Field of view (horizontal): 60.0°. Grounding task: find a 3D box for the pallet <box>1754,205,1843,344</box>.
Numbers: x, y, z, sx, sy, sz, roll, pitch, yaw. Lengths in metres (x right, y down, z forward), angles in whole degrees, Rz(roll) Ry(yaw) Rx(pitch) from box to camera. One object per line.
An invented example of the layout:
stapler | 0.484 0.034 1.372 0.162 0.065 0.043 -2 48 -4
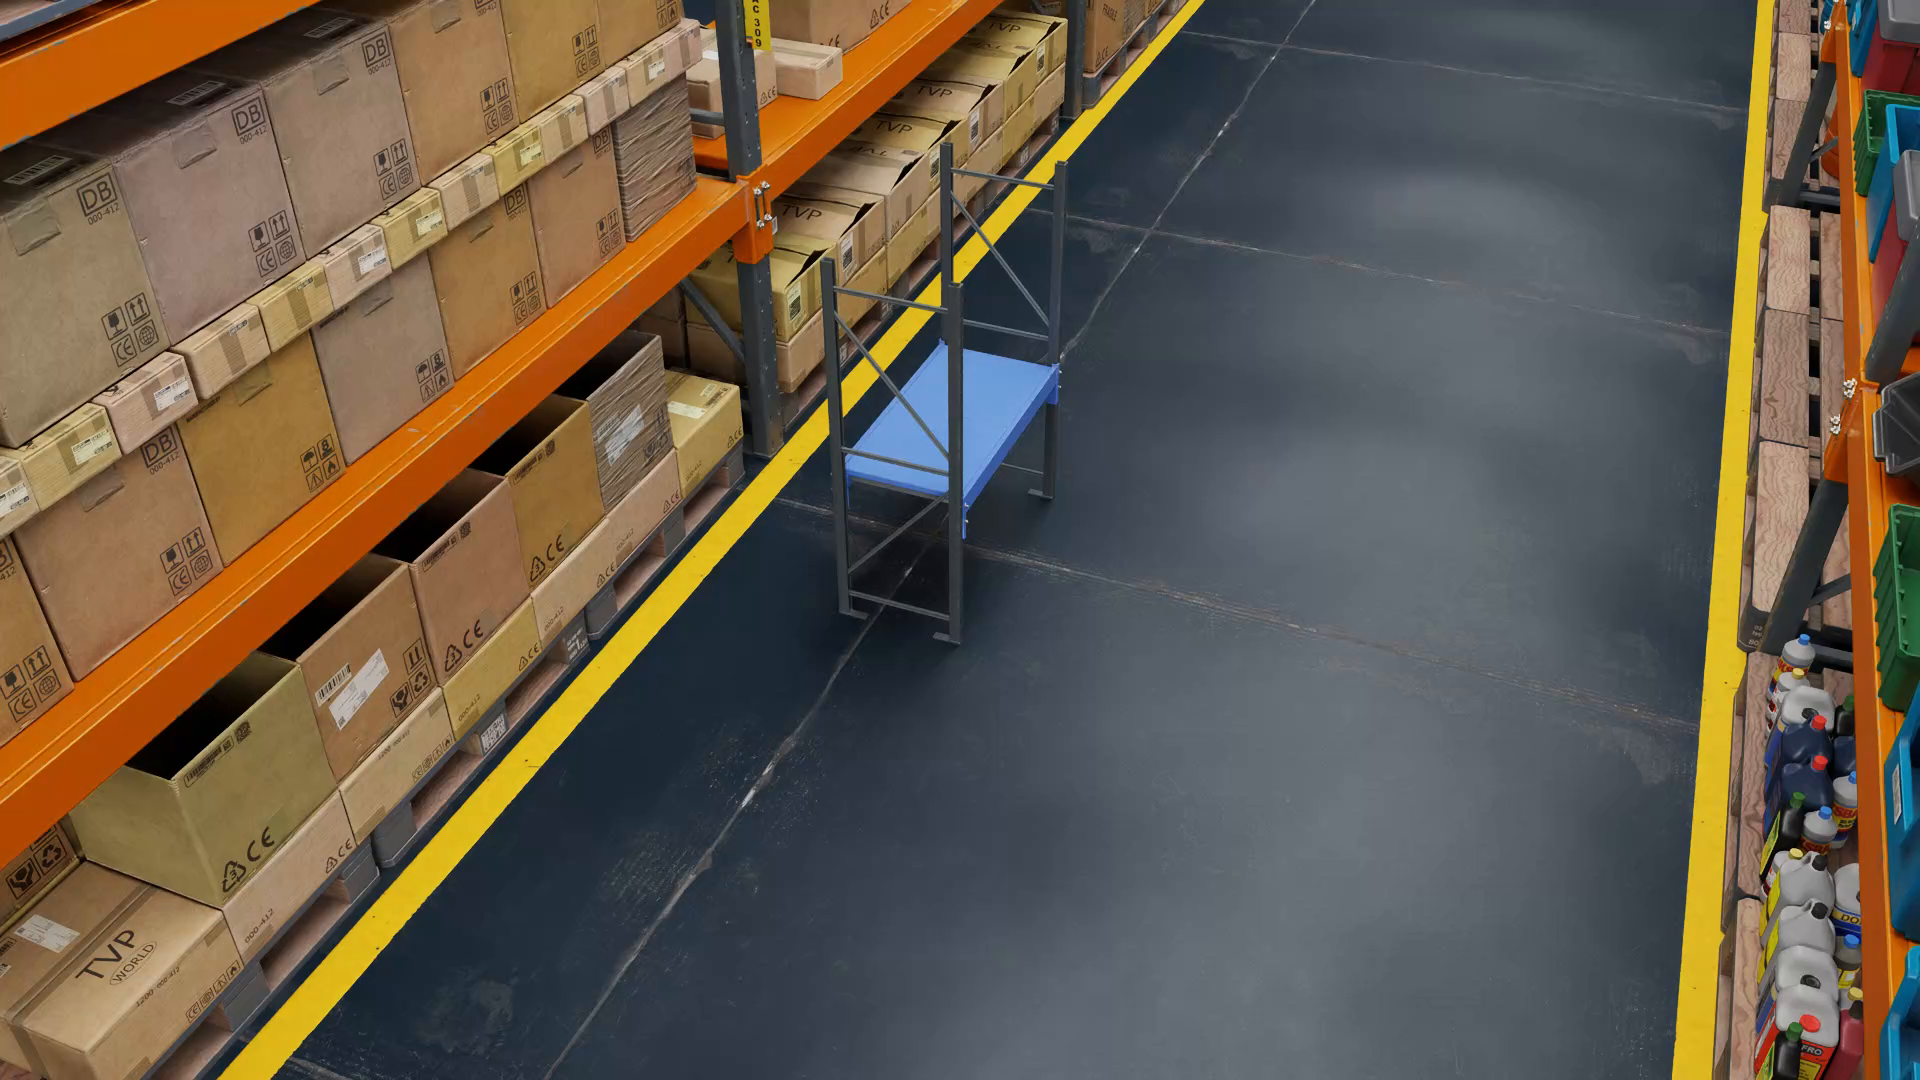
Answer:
pallet | 4.514 -1.241 8.235 1.003 0.211 1.213 14 39 18

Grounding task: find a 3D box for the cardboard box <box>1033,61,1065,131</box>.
cardboard box | 0.290 -2.629 9.708 0.500 0.250 0.500 15 39 19

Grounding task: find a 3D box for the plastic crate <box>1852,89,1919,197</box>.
plastic crate | 3.724 -1.507 6.438 0.450 0.188 0.662 14 39 18

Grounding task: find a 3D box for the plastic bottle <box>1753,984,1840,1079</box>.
plastic bottle | 2.215 1.316 4.392 0.152 0.276 0.135 14 39 18

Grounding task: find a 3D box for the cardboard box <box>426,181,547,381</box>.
cardboard box | -1.809 -0.917 5.388 0.700 0.500 0.500 14 39 18

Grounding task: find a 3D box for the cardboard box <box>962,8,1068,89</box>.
cardboard box | 0.293 -2.854 9.541 0.500 0.311 0.500 15 39 19

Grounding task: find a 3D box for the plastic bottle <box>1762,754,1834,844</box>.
plastic bottle | 2.560 0.778 5.049 0.144 0.351 0.185 12 38 16

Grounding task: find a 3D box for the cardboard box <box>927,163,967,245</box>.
cardboard box | -0.290 -1.780 8.571 0.500 0.250 0.500 15 39 19

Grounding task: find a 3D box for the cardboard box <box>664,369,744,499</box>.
cardboard box | -1.231 -0.455 6.799 0.500 0.250 0.500 14 39 18

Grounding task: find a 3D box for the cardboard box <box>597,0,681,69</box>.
cardboard box | -1.420 -2.007 5.762 0.700 0.500 0.500 14 39 18

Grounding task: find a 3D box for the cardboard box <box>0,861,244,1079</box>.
cardboard box | -2.369 1.207 4.575 0.500 0.250 0.500 14 39 18

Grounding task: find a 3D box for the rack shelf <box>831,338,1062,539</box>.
rack shelf | -0.032 -0.409 6.345 0.538 0.185 1.000 14 39 18

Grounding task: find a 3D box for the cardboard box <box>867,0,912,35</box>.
cardboard box | -0.559 -2.725 7.806 0.500 0.500 0.500 14 39 18

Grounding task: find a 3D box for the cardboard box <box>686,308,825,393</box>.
cardboard box | -0.874 -0.928 7.432 0.500 0.250 0.500 13 39 17

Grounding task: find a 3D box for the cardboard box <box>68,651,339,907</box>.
cardboard box | -2.181 0.630 4.722 0.500 0.500 0.500 14 39 18

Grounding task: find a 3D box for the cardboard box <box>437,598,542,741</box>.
cardboard box | -1.797 0.377 5.686 0.500 0.250 0.500 14 39 18

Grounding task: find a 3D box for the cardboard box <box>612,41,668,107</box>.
cardboard box | -1.258 -1.658 5.838 0.380 0.149 0.250 13 39 17

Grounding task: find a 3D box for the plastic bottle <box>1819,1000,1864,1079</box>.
plastic bottle | 2.314 1.337 4.358 0.061 0.283 0.133 14 39 18

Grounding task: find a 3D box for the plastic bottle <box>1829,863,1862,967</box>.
plastic bottle | 2.544 1.063 4.730 0.152 0.276 0.135 14 39 18

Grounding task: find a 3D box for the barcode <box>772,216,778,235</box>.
barcode | -0.775 -1.300 6.903 0.001 0.075 0.075 14 39 18

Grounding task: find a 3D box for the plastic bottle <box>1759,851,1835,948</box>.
plastic bottle | 2.398 1.013 4.734 0.144 0.351 0.185 14 39 17

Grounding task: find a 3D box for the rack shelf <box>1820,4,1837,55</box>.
rack shelf | 5.605 -3.598 9.659 1.077 0.370 4.000 14 39 18

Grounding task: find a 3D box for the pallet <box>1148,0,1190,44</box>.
pallet | 1.050 -3.870 11.751 1.003 0.211 1.213 14 39 18

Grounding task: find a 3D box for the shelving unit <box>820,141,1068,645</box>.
shelving unit | -0.032 -0.554 6.238 0.538 1.500 1.048 14 39 18

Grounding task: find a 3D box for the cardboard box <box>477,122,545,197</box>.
cardboard box | -1.551 -1.232 5.267 0.380 0.149 0.250 14 39 18

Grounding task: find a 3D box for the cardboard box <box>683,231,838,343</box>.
cardboard box | -0.869 -1.158 7.271 0.500 0.311 0.500 14 39 18

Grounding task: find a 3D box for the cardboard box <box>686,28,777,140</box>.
cardboard box | -1.110 -1.917 6.934 0.500 0.250 0.500 16 40 21

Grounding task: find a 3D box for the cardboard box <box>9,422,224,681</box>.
cardboard box | -2.394 -0.067 4.251 0.700 0.500 0.500 15 39 19

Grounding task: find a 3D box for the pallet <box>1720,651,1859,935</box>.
pallet | 3.028 0.915 5.349 1.003 0.211 1.213 14 39 18

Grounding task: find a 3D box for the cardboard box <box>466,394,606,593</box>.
cardboard box | -1.619 -0.203 5.836 0.500 0.500 0.500 14 39 18

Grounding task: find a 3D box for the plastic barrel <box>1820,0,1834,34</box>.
plastic barrel | 5.874 -3.631 10.505 0.600 0.901 0.708 14 39 18

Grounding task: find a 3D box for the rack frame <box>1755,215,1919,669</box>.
rack frame | 3.322 -0.564 4.999 1.000 3.000 0.127 14 39 18

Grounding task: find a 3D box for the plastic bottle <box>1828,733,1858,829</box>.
plastic bottle | 2.765 0.706 5.145 0.144 0.351 0.185 14 39 18

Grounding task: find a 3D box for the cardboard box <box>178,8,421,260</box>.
cardboard box | -1.993 -1.173 4.647 0.700 0.500 0.500 14 39 18

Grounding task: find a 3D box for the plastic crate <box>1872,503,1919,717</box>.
plastic crate | 2.545 0.208 4.143 0.450 0.188 0.662 14 39 18

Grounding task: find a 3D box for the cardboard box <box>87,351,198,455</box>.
cardboard box | -2.138 -0.371 4.116 0.380 0.149 0.250 13 39 17

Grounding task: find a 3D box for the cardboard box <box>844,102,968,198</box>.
cardboard box | -0.286 -2.009 8.410 0.500 0.311 0.500 15 39 19

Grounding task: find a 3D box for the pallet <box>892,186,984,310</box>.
pallet | -0.550 -1.672 8.811 1.003 0.211 1.213 14 39 18

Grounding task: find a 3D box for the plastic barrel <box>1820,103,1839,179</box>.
plastic barrel | 5.015 -2.352 8.853 0.600 0.830 0.708 14 39 18

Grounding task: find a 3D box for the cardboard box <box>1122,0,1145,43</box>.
cardboard box | 0.896 -3.562 10.730 0.500 0.500 0.500 12 39 16

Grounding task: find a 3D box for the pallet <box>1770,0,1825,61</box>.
pallet | 6.034 -3.458 11.201 1.003 0.211 1.213 14 39 18

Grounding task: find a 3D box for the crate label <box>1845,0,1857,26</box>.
crate label | 4.337 -2.564 7.814 0.303 0.233 0.416 14 39 18

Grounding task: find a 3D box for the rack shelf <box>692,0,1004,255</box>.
rack shelf | -0.496 -2.513 8.208 1.077 0.370 4.000 14 39 18

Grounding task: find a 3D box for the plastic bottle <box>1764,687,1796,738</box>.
plastic bottle | 2.718 0.570 5.452 0.097 0.201 0.097 0 37 0

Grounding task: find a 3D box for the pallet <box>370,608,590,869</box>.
pallet | -2.061 0.531 5.863 1.003 0.211 1.213 14 39 18

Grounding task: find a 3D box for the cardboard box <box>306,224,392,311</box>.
cardboard box | -1.845 -0.799 4.688 0.380 0.149 0.250 14 39 18
